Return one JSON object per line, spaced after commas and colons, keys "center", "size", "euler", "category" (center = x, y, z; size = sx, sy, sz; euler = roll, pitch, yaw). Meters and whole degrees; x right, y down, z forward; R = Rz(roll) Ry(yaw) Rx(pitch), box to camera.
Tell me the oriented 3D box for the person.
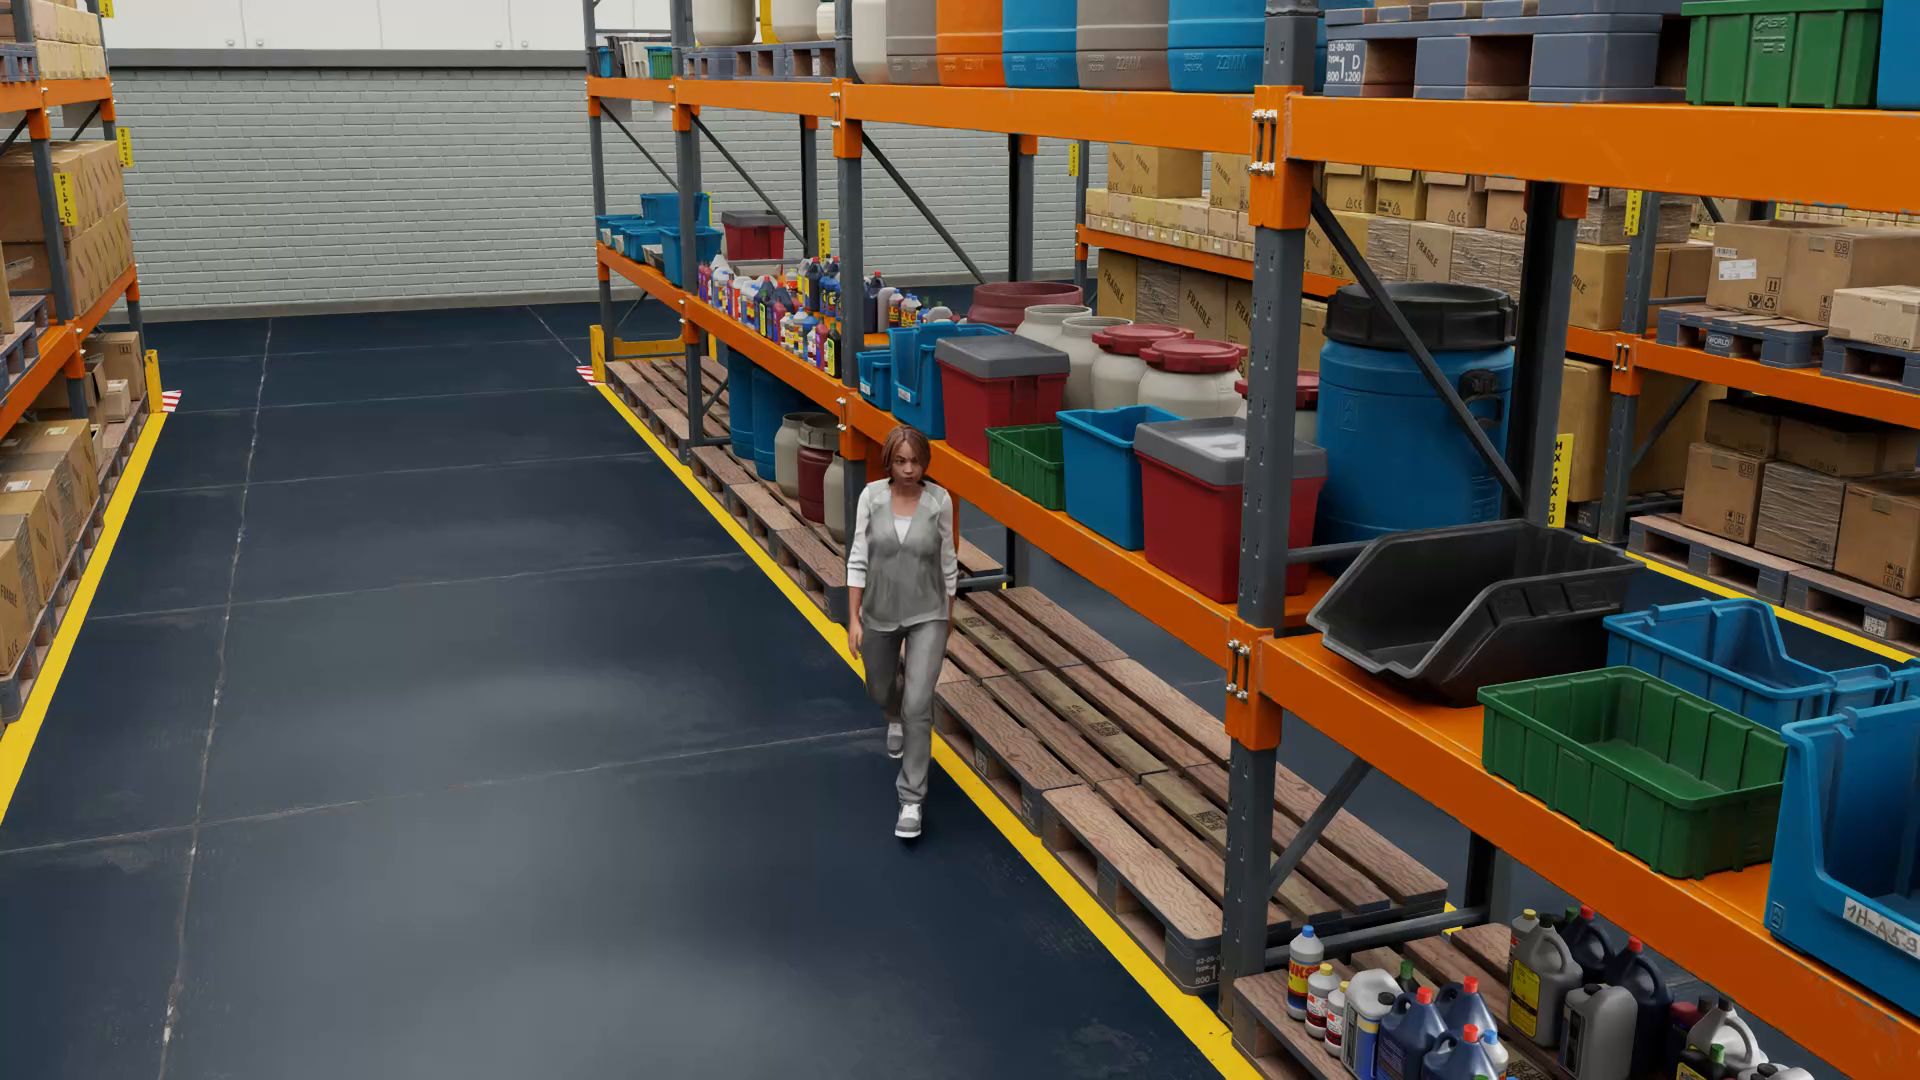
{"center": [-0.215, 0.289, 6.555], "size": [0.416, 1.552, 0.896], "euler": [2, 16, 7], "category": "person"}
